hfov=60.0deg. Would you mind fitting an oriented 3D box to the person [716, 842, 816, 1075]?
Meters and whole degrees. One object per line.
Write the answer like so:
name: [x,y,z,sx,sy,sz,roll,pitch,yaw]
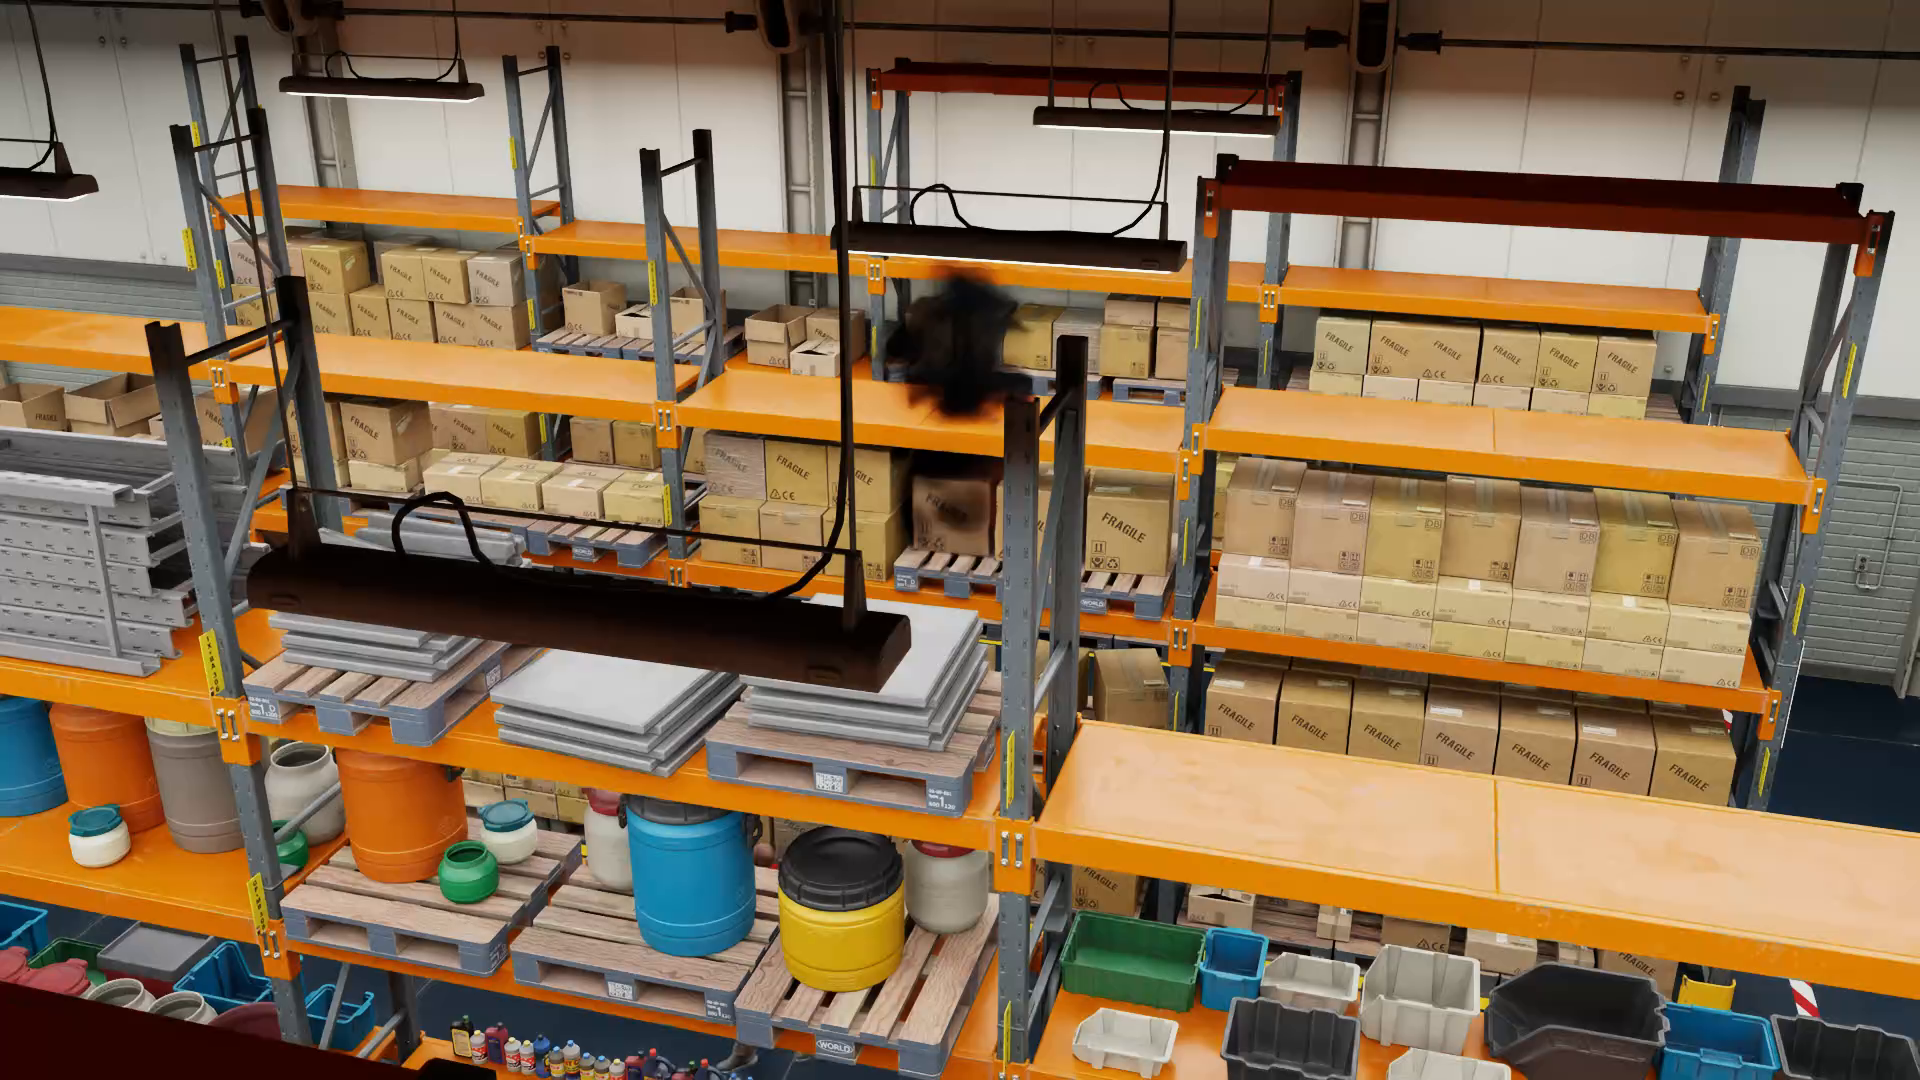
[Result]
person: [-1.268,2.787,11.046,0.801,1.809,0.664,5,23,13]
